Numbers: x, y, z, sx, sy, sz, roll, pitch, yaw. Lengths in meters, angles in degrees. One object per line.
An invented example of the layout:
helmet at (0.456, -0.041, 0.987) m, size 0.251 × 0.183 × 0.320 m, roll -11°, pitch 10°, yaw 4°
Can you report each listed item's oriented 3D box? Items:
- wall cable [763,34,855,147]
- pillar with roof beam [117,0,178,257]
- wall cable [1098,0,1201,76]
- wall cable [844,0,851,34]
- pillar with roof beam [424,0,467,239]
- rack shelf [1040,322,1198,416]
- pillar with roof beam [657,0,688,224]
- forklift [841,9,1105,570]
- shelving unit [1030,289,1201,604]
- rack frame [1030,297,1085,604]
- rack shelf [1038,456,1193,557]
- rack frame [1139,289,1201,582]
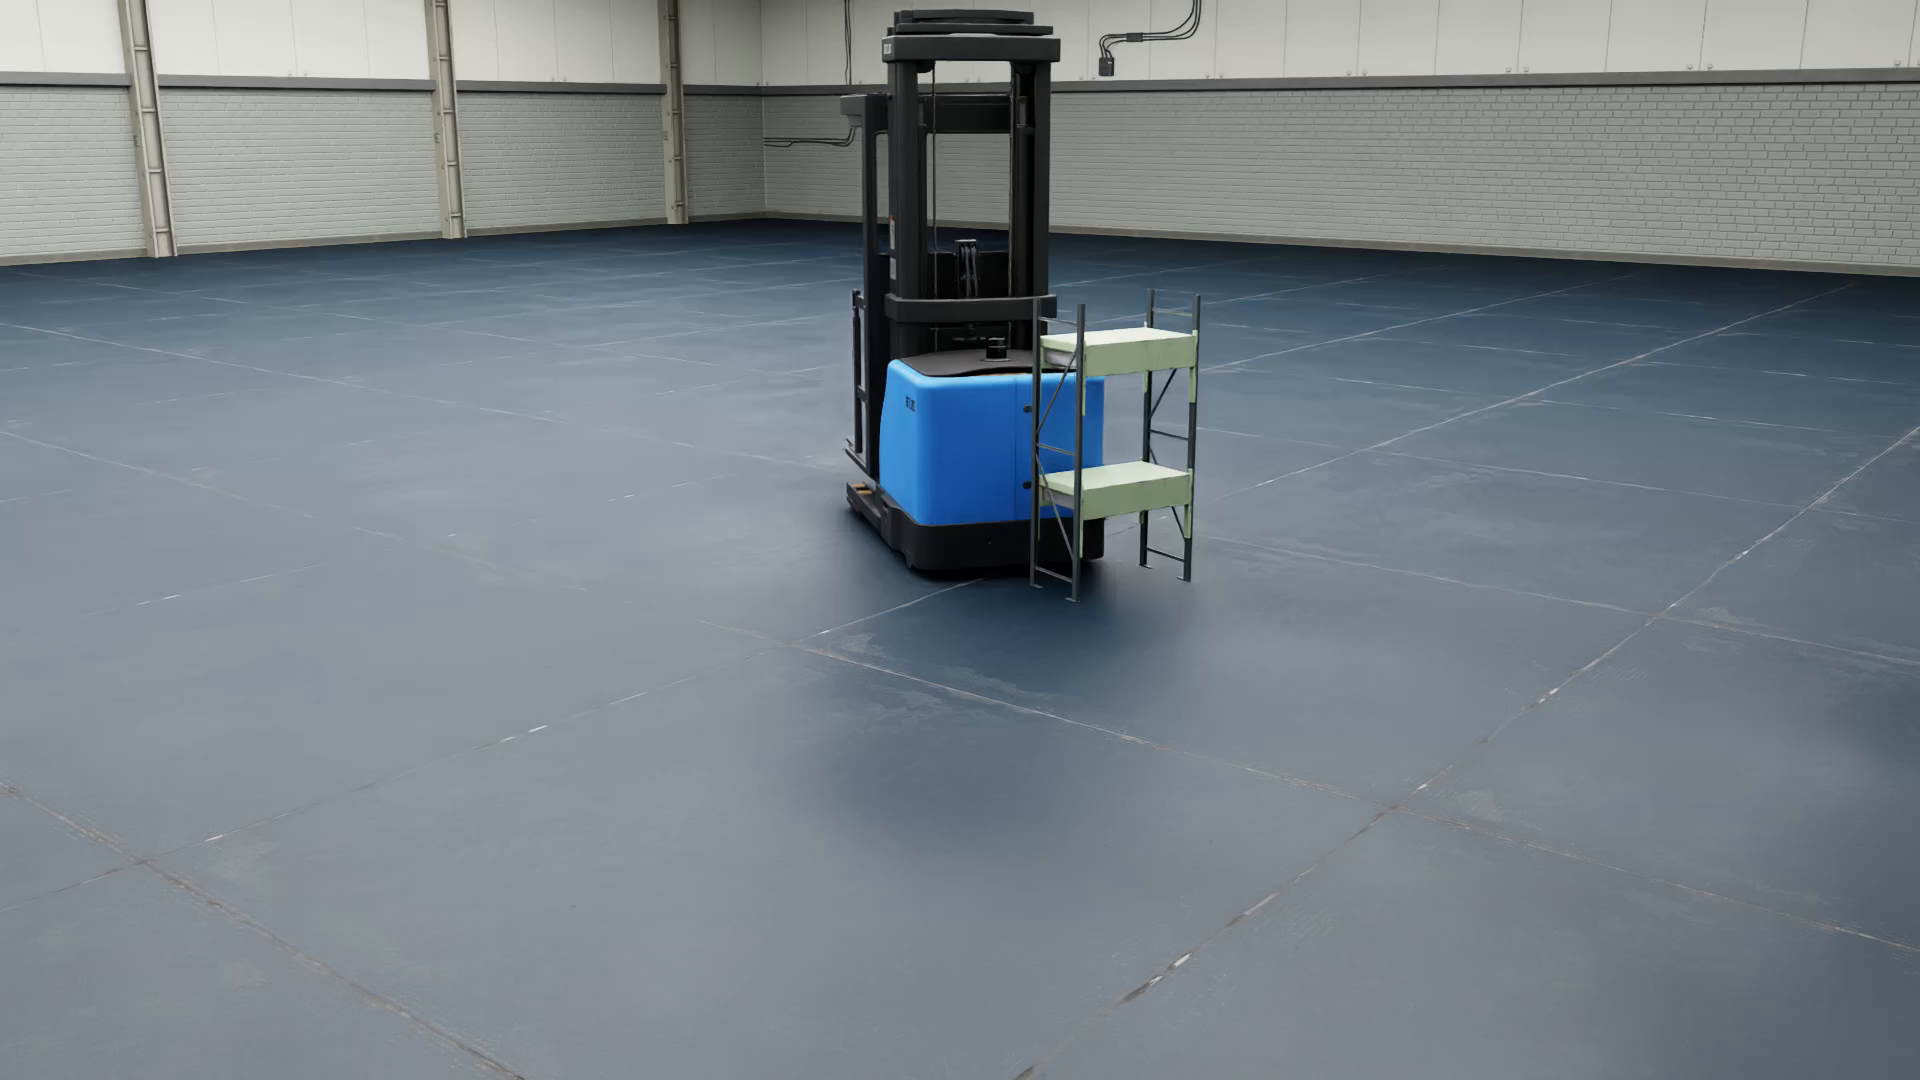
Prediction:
wall cable at (-3.634, -10.516, 39.047) m, size 3.097 × 2.526 × 0.112 m, roll 11°, pitch 18°, yaw 38°
pillar with roof beam at (-10.708, -8.697, 25.580) m, size 9.100 × 9.000 × 0.400 m, roll 11°, pitch 18°, yaw 38°
wall cable at (3.740, -12.197, 32.451) m, size 2.305 × 6.003 × 0.169 m, roll 11°, pitch 18°, yaw 38°
wall cable at (-1.530, -12.545, 36.777) m, size 3.097 × 2.526 × 0.112 m, roll 11°, pitch 18°, yaw 38°
pillar with roof beam at (-6.937, -9.846, 30.103) m, size 9.100 × 9.000 × 0.400 m, roll 11°, pitch 18°, yaw 38°
rack shelf at (0.791, -0.876, 8.441) m, size 0.720 × 0.370 × 0.431 m, roll -9°, pitch 17°, yaw -32°
pillar with roof beam at (-3.166, -10.995, 34.627) m, size 9.100 × 9.000 × 0.400 m, roll 11°, pitch 18°, yaw 38°
forklift at (-0.081, -1.580, 9.890) m, size 1.130 × 2.935 × 3.031 m, roll -4°, pitch 15°, yaw -14°
shelving unit at (0.791, -0.498, 8.538) m, size 0.755 × 1.500 × 0.431 m, roll -9°, pitch 17°, yaw -32°
rack frame at (0.484, -0.449, 8.344) m, size 0.023 × 1.500 × 0.400 m, roll -9°, pitch 17°, yaw -32°
rack shelf at (0.791, -0.182, 8.618) m, size 0.720 × 0.370 × 0.431 m, roll -9°, pitch 17°, yaw -32°
rack frame at (1.098, -0.547, 8.731) m, size 0.023 × 1.500 × 0.400 m, roll -9°, pitch 17°, yaw -32°
